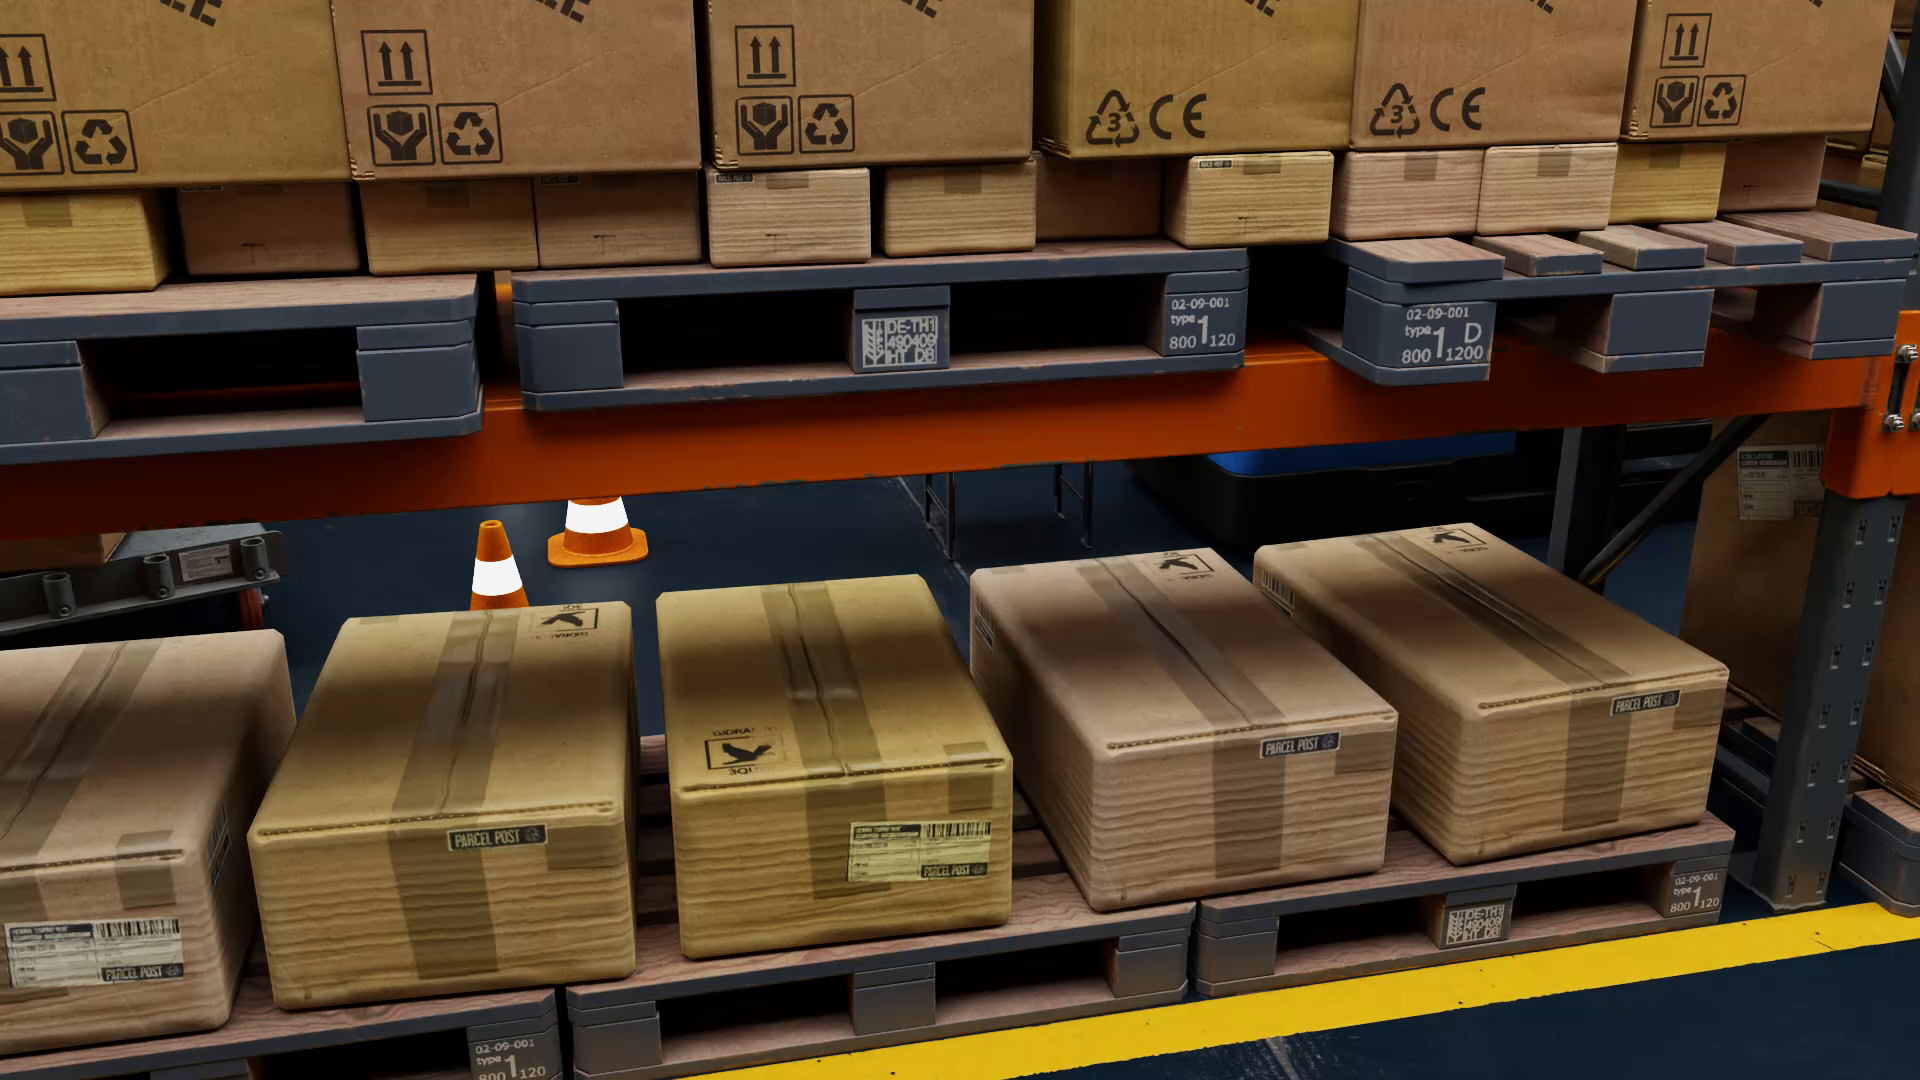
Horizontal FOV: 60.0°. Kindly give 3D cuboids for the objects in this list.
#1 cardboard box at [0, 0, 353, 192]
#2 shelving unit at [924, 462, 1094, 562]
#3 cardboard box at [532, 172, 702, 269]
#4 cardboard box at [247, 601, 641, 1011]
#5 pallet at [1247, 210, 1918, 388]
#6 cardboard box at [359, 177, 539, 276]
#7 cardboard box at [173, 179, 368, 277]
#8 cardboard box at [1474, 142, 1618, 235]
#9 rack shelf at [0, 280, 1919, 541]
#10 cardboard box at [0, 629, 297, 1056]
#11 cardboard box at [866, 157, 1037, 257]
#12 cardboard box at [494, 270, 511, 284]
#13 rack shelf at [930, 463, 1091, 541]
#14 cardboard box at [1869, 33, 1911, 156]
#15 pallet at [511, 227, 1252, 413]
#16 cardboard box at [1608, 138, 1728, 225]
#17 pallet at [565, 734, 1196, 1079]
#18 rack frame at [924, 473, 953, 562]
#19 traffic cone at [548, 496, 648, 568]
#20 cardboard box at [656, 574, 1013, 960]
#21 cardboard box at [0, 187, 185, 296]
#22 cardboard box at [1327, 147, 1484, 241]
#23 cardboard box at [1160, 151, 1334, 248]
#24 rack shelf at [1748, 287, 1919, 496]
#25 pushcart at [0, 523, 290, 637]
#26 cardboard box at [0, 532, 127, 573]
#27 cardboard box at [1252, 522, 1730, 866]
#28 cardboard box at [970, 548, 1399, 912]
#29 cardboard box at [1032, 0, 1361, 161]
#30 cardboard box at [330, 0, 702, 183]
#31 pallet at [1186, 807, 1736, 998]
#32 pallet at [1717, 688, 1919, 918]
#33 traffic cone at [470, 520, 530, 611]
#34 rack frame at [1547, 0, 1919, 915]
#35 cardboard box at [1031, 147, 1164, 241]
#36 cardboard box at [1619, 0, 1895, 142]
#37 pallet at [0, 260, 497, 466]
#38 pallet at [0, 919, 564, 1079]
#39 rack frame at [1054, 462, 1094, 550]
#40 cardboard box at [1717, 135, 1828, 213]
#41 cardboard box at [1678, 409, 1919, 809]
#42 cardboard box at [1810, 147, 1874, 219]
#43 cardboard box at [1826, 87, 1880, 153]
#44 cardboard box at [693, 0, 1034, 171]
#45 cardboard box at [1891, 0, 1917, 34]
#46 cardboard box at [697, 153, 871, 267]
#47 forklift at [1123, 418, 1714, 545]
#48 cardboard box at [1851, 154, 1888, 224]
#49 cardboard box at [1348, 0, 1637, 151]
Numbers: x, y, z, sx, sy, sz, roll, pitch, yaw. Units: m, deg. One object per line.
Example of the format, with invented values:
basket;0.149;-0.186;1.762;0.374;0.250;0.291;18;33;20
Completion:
cardboard box;-1.174;-0.817;2.495;0.500;0.500;0.500;-5;21;-12
shelving unit;0.161;-0.999;5.489;0.503;2.100;0.431;-5;21;-12
cardboard box;-0.569;-0.559;2.735;0.250;0.149;0.380;-4;21;-12
cardboard box;-0.975;0.484;3.341;0.625;0.372;0.950;-3;20;-9
pallet;1.040;-0.586;3.333;1.003;0.211;1.213;-5;21;-12
cardboard box;-0.810;-0.540;2.683;0.250;0.149;0.380;-4;21;-12
cardboard box;-1.070;-0.534;2.666;0.250;0.149;0.380;-3;20;-9
cardboard box;0.965;-0.663;3.017;0.250;0.149;0.380;-5;21;-13
rack shelf;-0.237;-0.272;3.243;4.000;0.370;1.077;-5;21;-12
cardboard box;-1.674;0.543;3.183;0.625;0.372;0.950;-4;21;-12
cardboard box;-0.045;-0.594;2.829;0.250;0.149;0.380;-5;21;-14
cardboard box;-1.898;-1.396;7.925;0.750;0.750;1.050;-5;21;-12
rack shelf;0.161;-0.329;5.735;0.480;0.518;0.431;-5;21;-12
cardboard box;2.259;-0.890;3.375;0.500;0.250;0.500;-5;21;-13
pallet;-0.208;-0.508;3.119;1.213;0.211;1.003;-5;21;-12
cardboard box;1.200;-0.698;3.113;0.250;0.149;0.380;-4;21;-12
pallet;-0.237;0.698;3.603;1.213;0.211;1.003;-5;21;-12
rack frame;-0.076;-0.980;5.436;0.015;2.100;0.400;-5;21;-12
traffic cone;-1.247;-0.185;5.647;0.334;0.463;0.336;-5;21;-12
cardboard box;-0.298;0.429;3.493;0.625;0.372;0.950;-4;20;-11
cardboard box;-1.328;-0.486;2.535;0.250;0.149;0.380;-4;21;-11
cardboard box;0.718;-0.645;2.970;0.250;0.149;0.380;-6;21;-15
cardboard box;0.454;-0.619;2.898;0.250;0.149;0.380;-4;21;-12
rack shelf;3.656;-0.589;4.107;4.000;0.370;1.077;-5;21;-12
pushcart;-2.757;0.020;5.211;0.936;0.377;1.648;-13;24;-31
cardboard box;-2.622;-0.227;4.607;0.500;0.500;0.500;-5;21;-12
cardboard box;1.157;0.310;3.818;0.625;0.372;0.950;-6;21;-16
cardboard box;0.441;0.371;3.651;0.625;0.372;0.950;-5;21;-14
cardboard box;0.339;-0.938;2.827;0.500;0.500;0.500;-6;21;-16
cardboard box;-0.690;-0.851;2.589;0.500;0.500;0.500;-5;21;-13
pallet;0.948;0.602;3.864;1.213;0.211;1.003;-5;21;-12
pallet;2.494;0.504;4.133;1.213;0.211;1.003;-5;21;-12
traffic cone;-1.299;0.173;4.671;0.334;0.463;0.336;-5;21;-12
rack frame;1.709;-0.768;3.551;0.127;3.000;1.000;-5;21;-12
cardboard box;0.180;-0.641;2.959;0.250;0.149;0.380;-4;21;-12
cardboard box;1.331;-1.023;3.059;0.500;0.500;0.500;-5;21;-14
pallet;-1.406;-0.374;2.752;1.213;0.211;1.003;-5;21;-12
pallet;-1.426;0.795;3.336;1.213;0.211;1.003;-5;21;-12
rack frame;0.399;-1.018;5.542;0.015;2.100;0.400;-5;21;-12
cardboard box;1.444;-0.743;3.237;0.250;0.149;0.380;-4;20;-10
cardboard box;2.400;0.005;3.918;0.875;0.875;0.875;-5;21;-13
cardboard box;2.142;-0.825;3.924;0.500;0.250;0.500;-5;21;-14
cardboard box;2.122;-1.056;3.828;0.500;0.250;0.500;-5;21;-13
cardboard box;-0.192;-0.895;2.710;0.500;0.500;0.500;-6;21;-15
cardboard box;2.245;-1.242;3.245;0.500;0.500;0.500;-5;21;-14
cardboard box;-0.298;-0.563;2.745;0.250;0.149;0.380;-4;20;-10
forklift;2.205;-1.603;5.928;3.031;2.935;1.130;-6;21;-16
cardboard box;2.243;-0.653;3.453;0.500;0.250;0.500;-5;21;-13
cardboard box;0.830;-0.979;2.937;0.500;0.500;0.500;-5;21;-13
